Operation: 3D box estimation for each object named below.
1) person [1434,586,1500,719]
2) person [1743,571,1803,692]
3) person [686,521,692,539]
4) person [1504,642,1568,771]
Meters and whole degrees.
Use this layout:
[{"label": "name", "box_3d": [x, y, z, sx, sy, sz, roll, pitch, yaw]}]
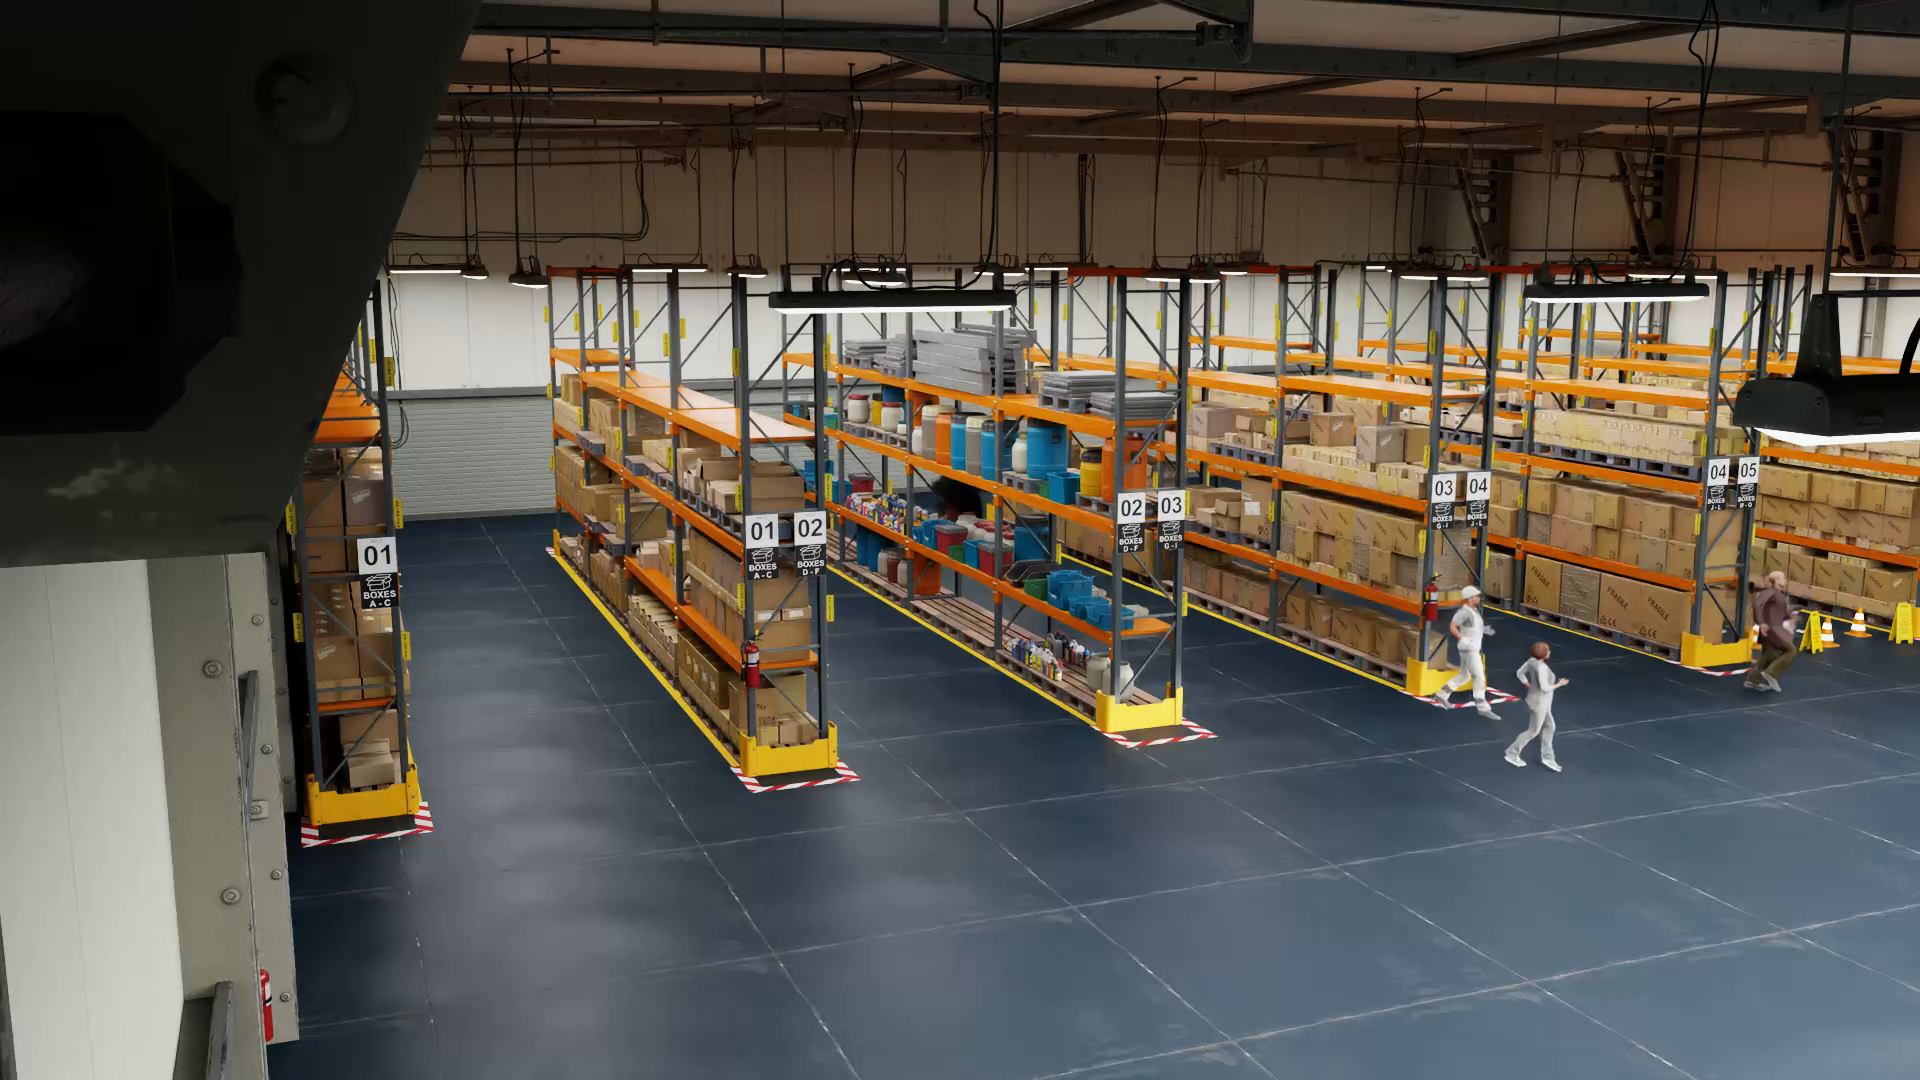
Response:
[{"label": "person", "box_3d": [6.970, 1.512, 22.724, 0.901, 1.790, 0.670, 4, 11, 22]}, {"label": "person", "box_3d": [11.786, 1.312, 24.052, 0.708, 1.745, 0.696, 5, 11, 27]}, {"label": "person", "box_3d": [-5.772, -0.491, 34.658, 0.572, 1.713, 0.798, -6, 12, -32]}, {"label": "person", "box_3d": [7.038, 2.036, 20.294, 0.709, 1.634, 0.523, 2, 10, 9]}]
